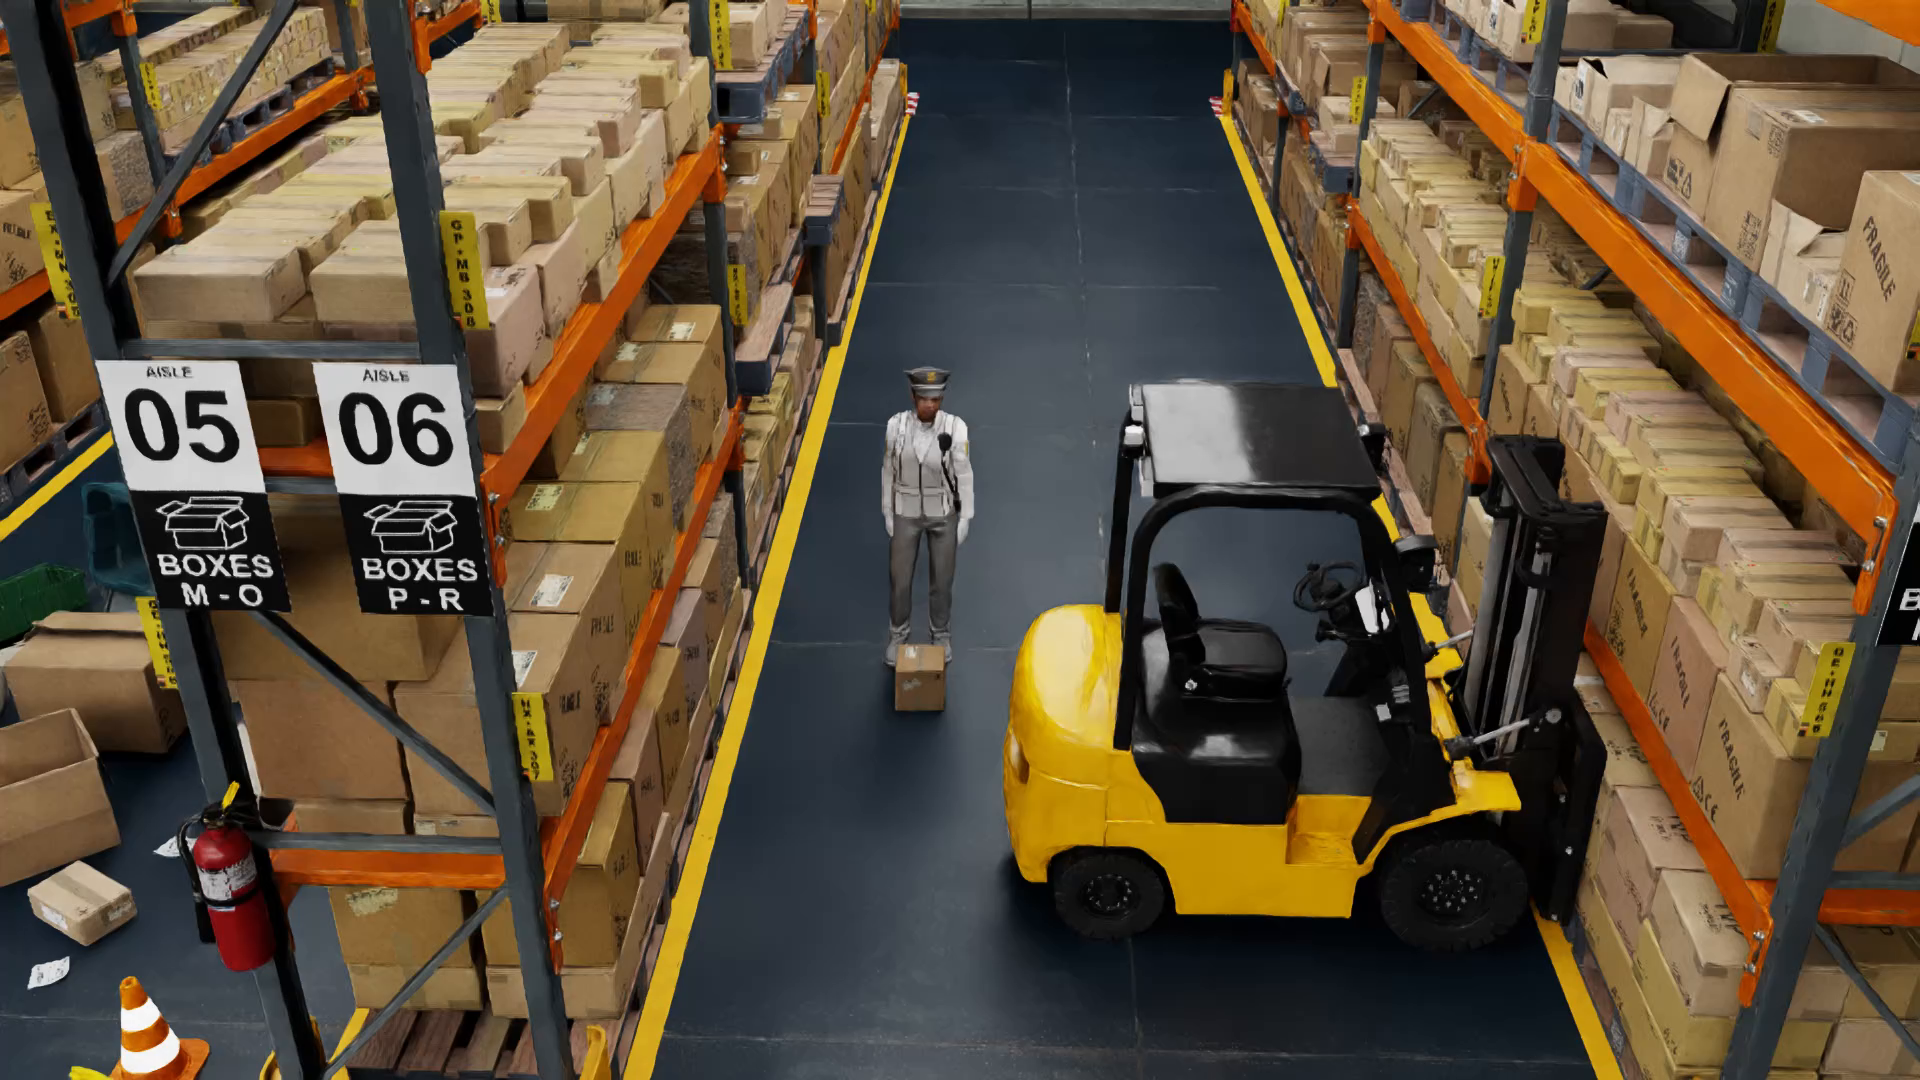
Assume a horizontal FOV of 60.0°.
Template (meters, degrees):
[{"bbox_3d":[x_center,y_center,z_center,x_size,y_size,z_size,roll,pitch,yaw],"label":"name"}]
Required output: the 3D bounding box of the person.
[{"bbox_3d":[-0.173,-0.130,8.837,0.494,1.691,0.385,2,28,3],"label":"person"}]
